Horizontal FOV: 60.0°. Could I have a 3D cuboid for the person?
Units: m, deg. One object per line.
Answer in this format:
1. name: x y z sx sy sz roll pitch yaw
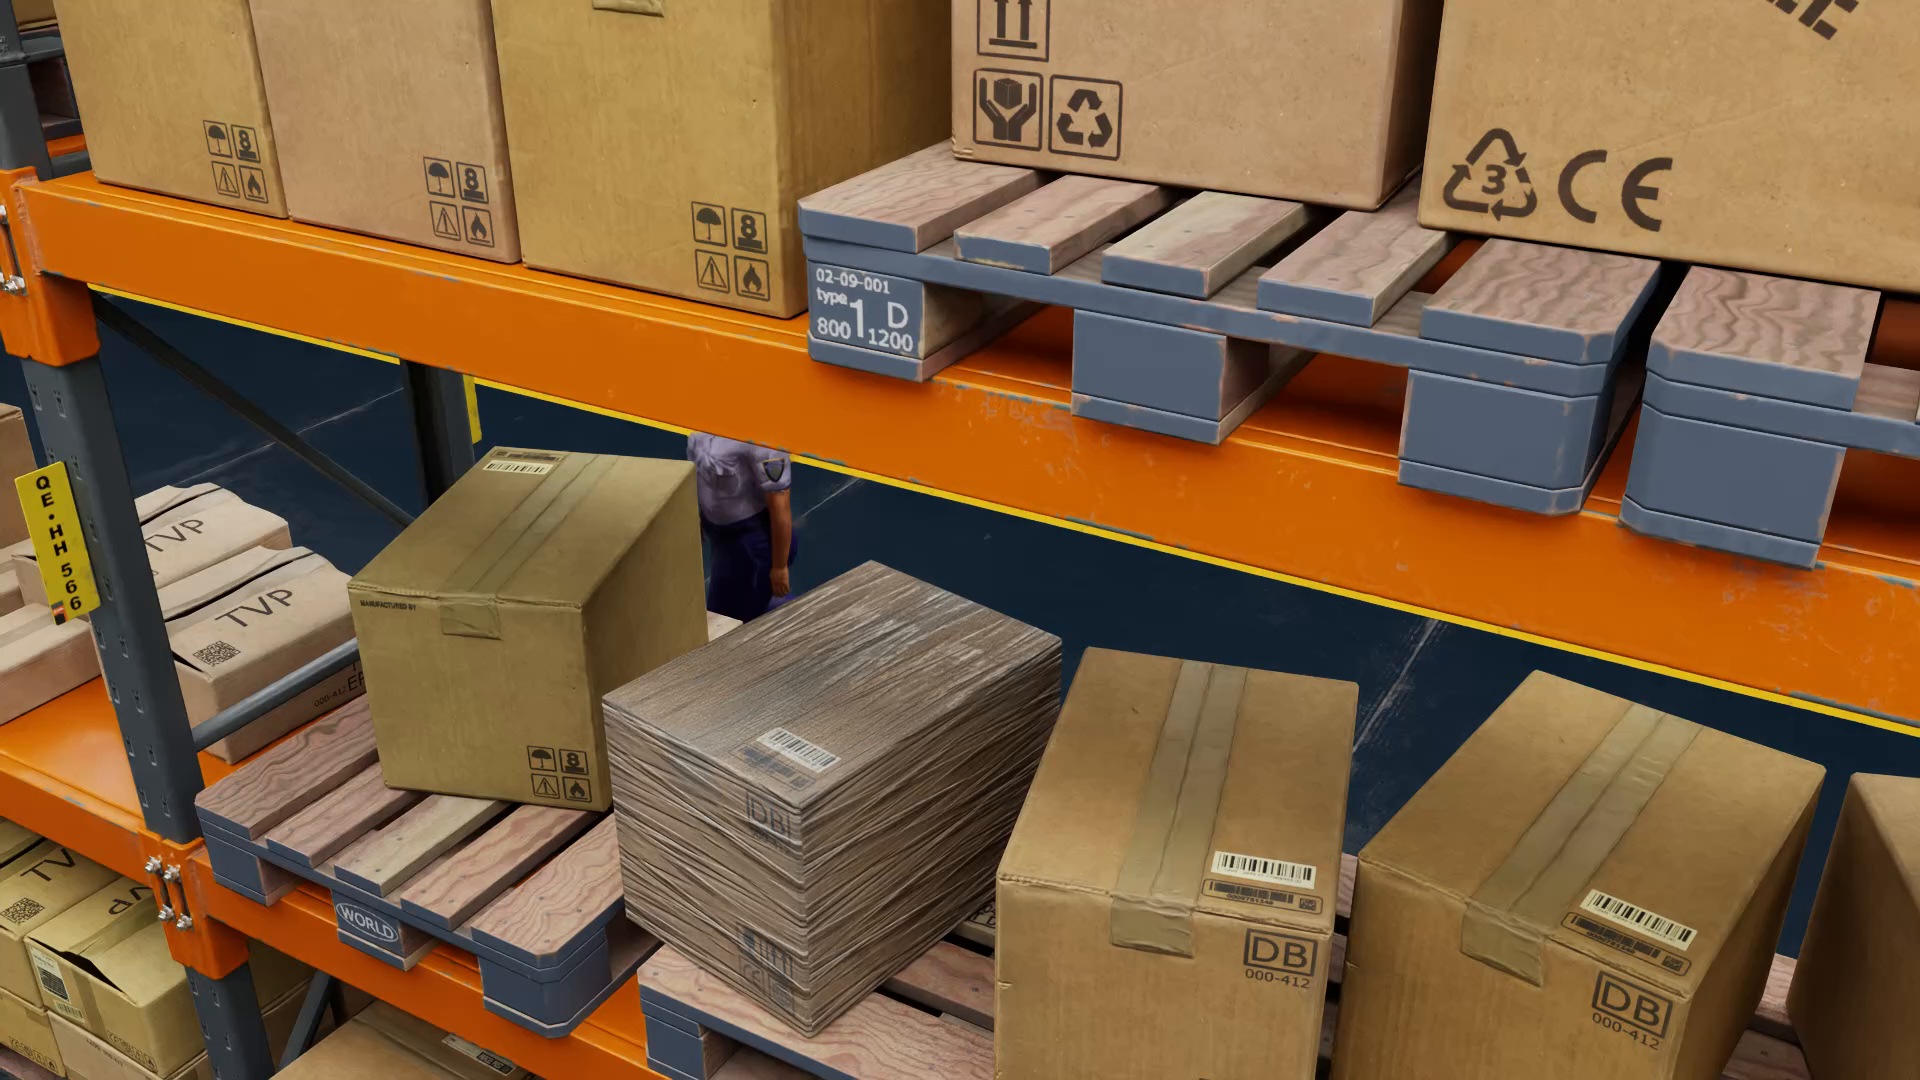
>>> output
1. person: -0.759 -0.013 6.175 0.847 1.612 0.541 -11 29 -21
